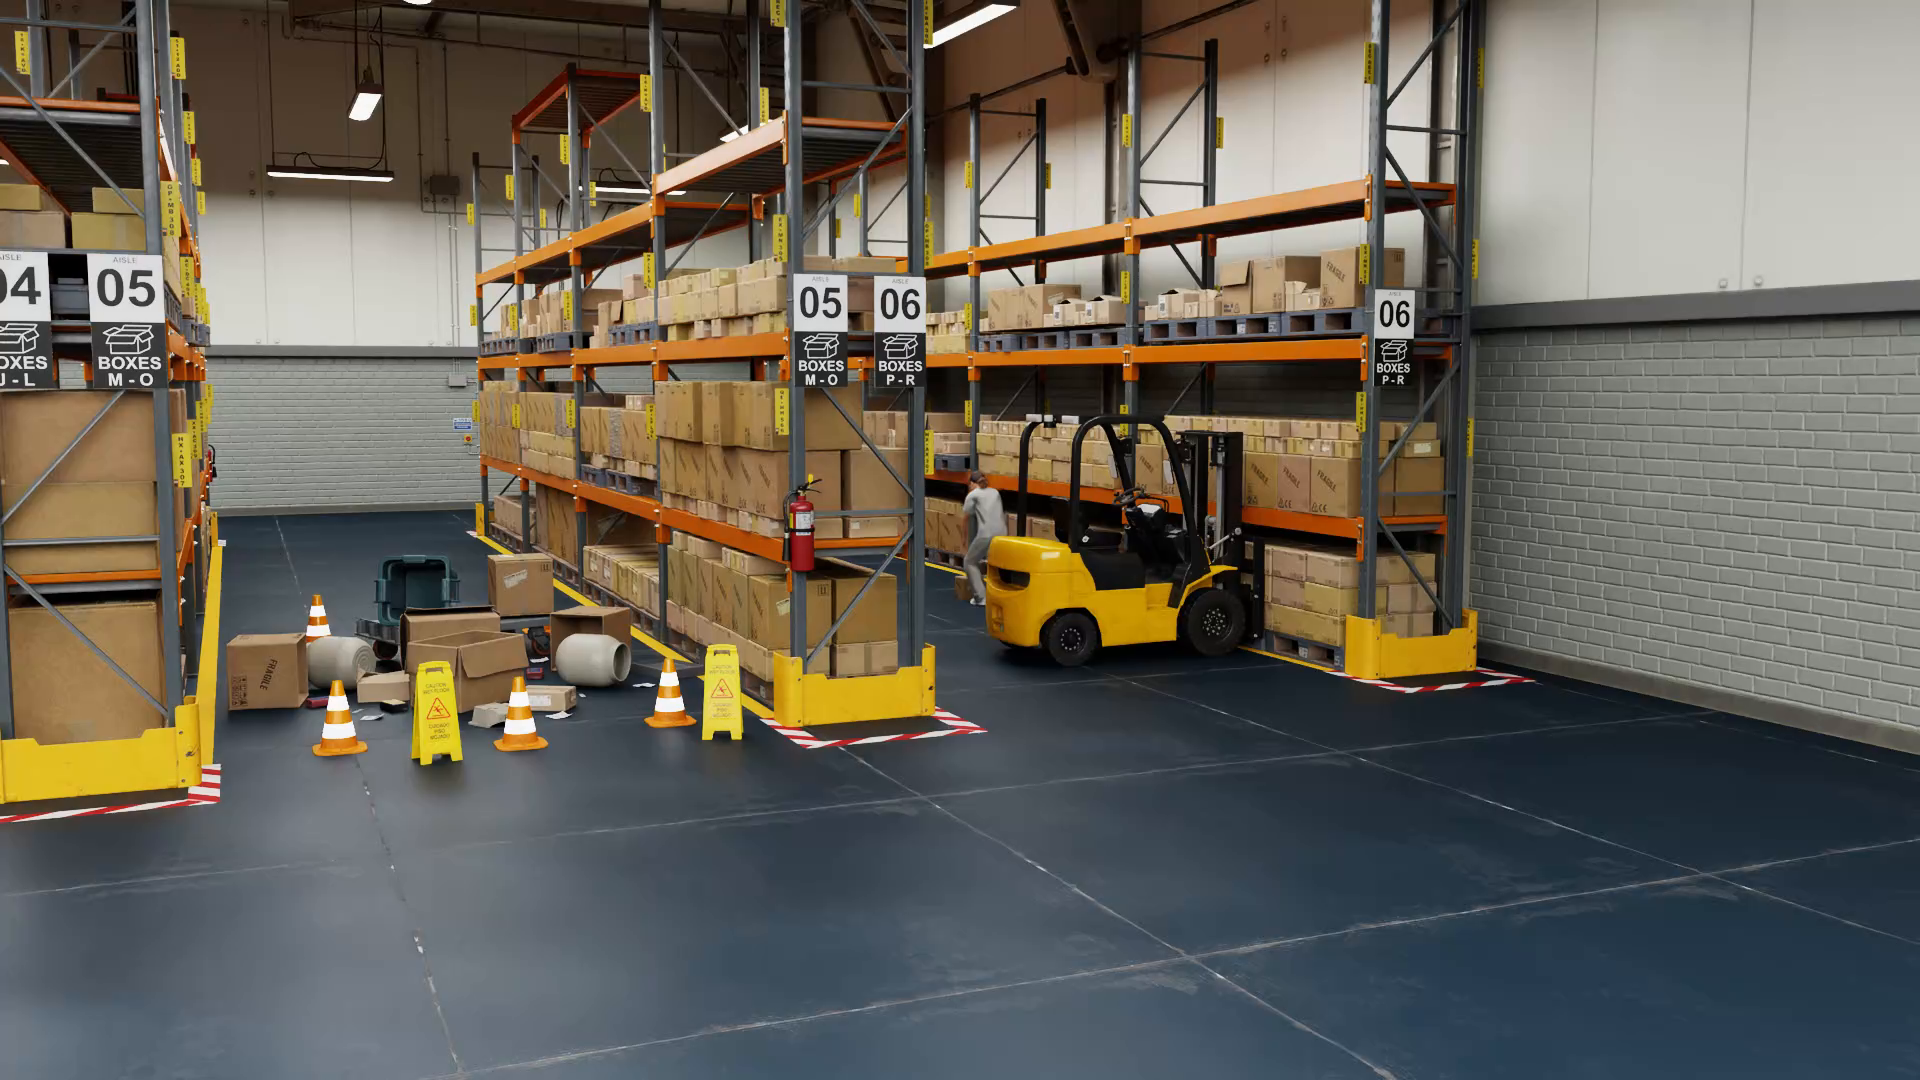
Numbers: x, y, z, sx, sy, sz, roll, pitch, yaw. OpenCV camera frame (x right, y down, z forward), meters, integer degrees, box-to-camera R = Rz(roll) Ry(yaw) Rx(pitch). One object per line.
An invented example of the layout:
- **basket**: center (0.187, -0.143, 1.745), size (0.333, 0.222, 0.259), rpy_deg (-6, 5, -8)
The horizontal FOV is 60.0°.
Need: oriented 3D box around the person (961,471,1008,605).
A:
- **person**: center (0.262, -0.021, 18.312), size (0.488, 1.469, 0.575), rpy_deg (-2, 6, -23)
